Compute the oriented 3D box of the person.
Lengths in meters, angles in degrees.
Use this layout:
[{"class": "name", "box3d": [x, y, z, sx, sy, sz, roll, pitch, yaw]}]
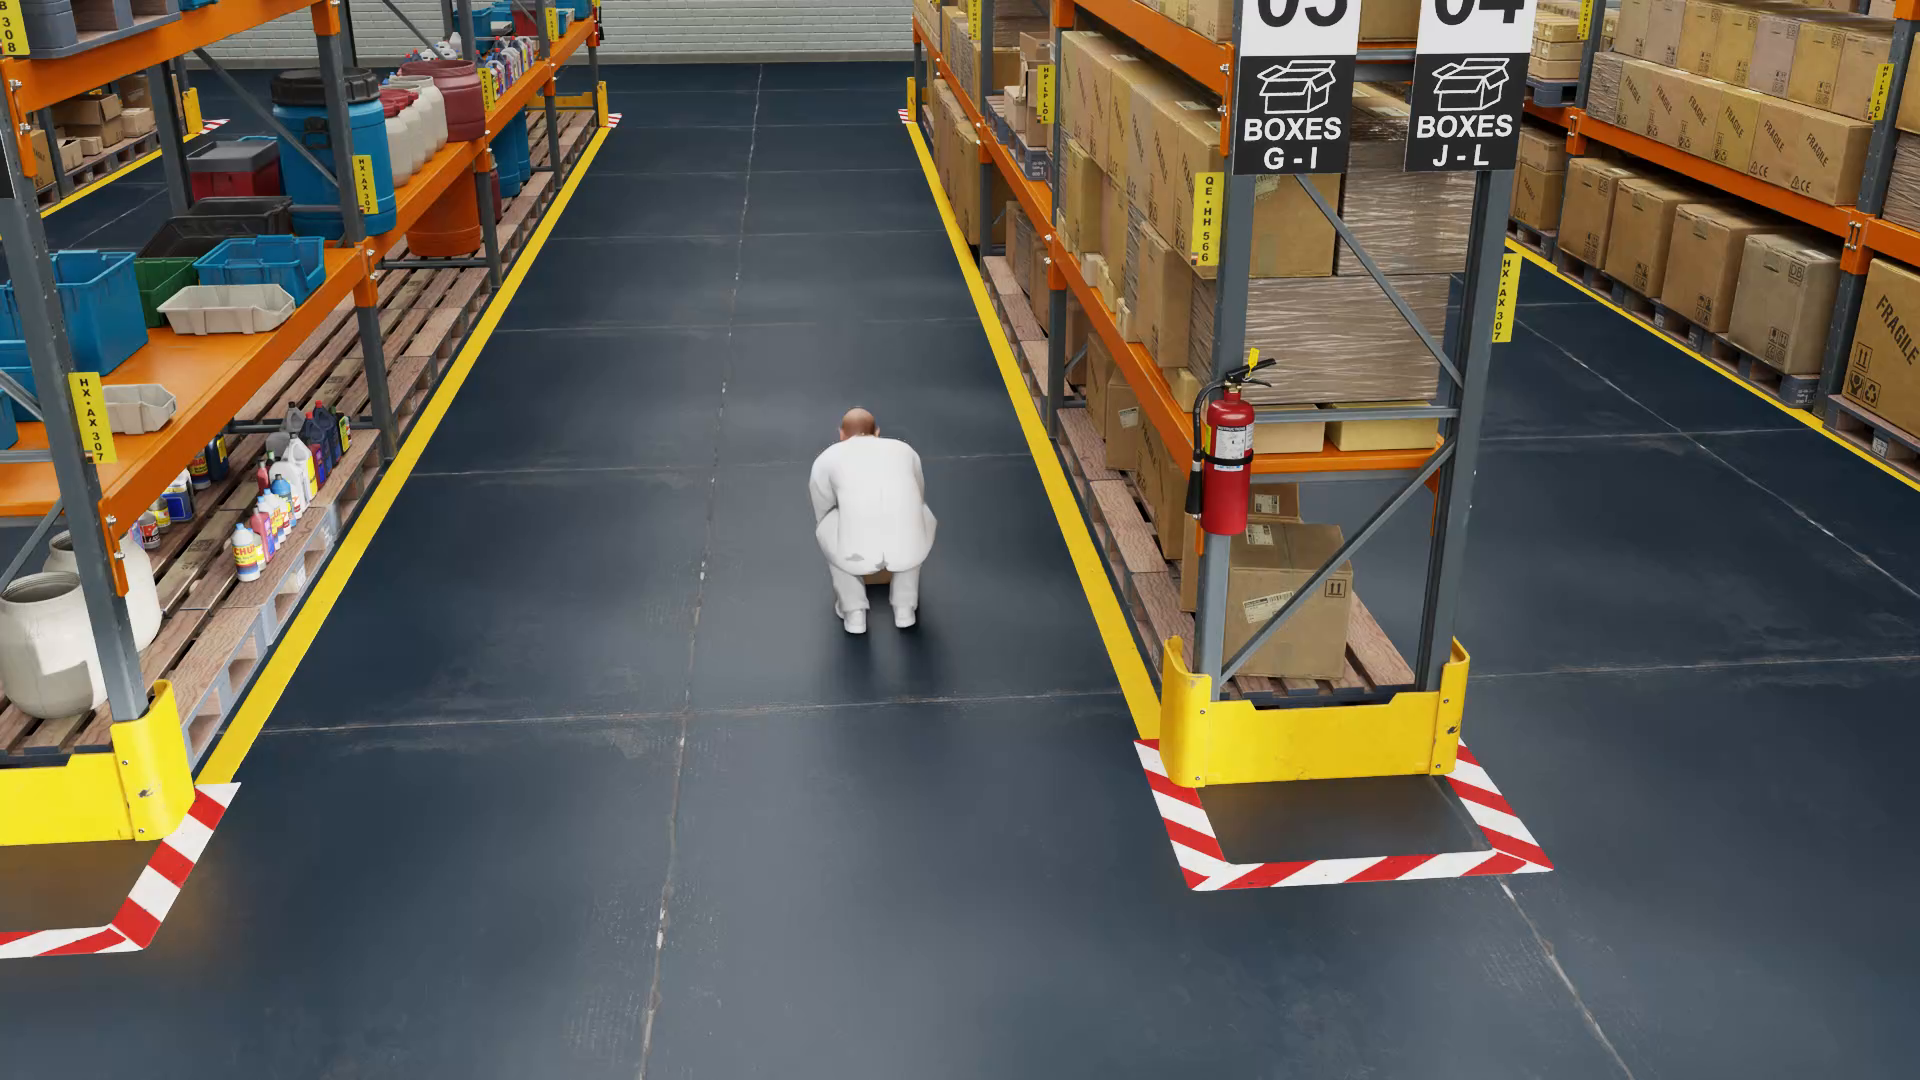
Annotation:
[{"class": "person", "box3d": [-0.412, -0.091, 7.936, 0.601, 0.900, 0.906, -2, 23, -5]}]
